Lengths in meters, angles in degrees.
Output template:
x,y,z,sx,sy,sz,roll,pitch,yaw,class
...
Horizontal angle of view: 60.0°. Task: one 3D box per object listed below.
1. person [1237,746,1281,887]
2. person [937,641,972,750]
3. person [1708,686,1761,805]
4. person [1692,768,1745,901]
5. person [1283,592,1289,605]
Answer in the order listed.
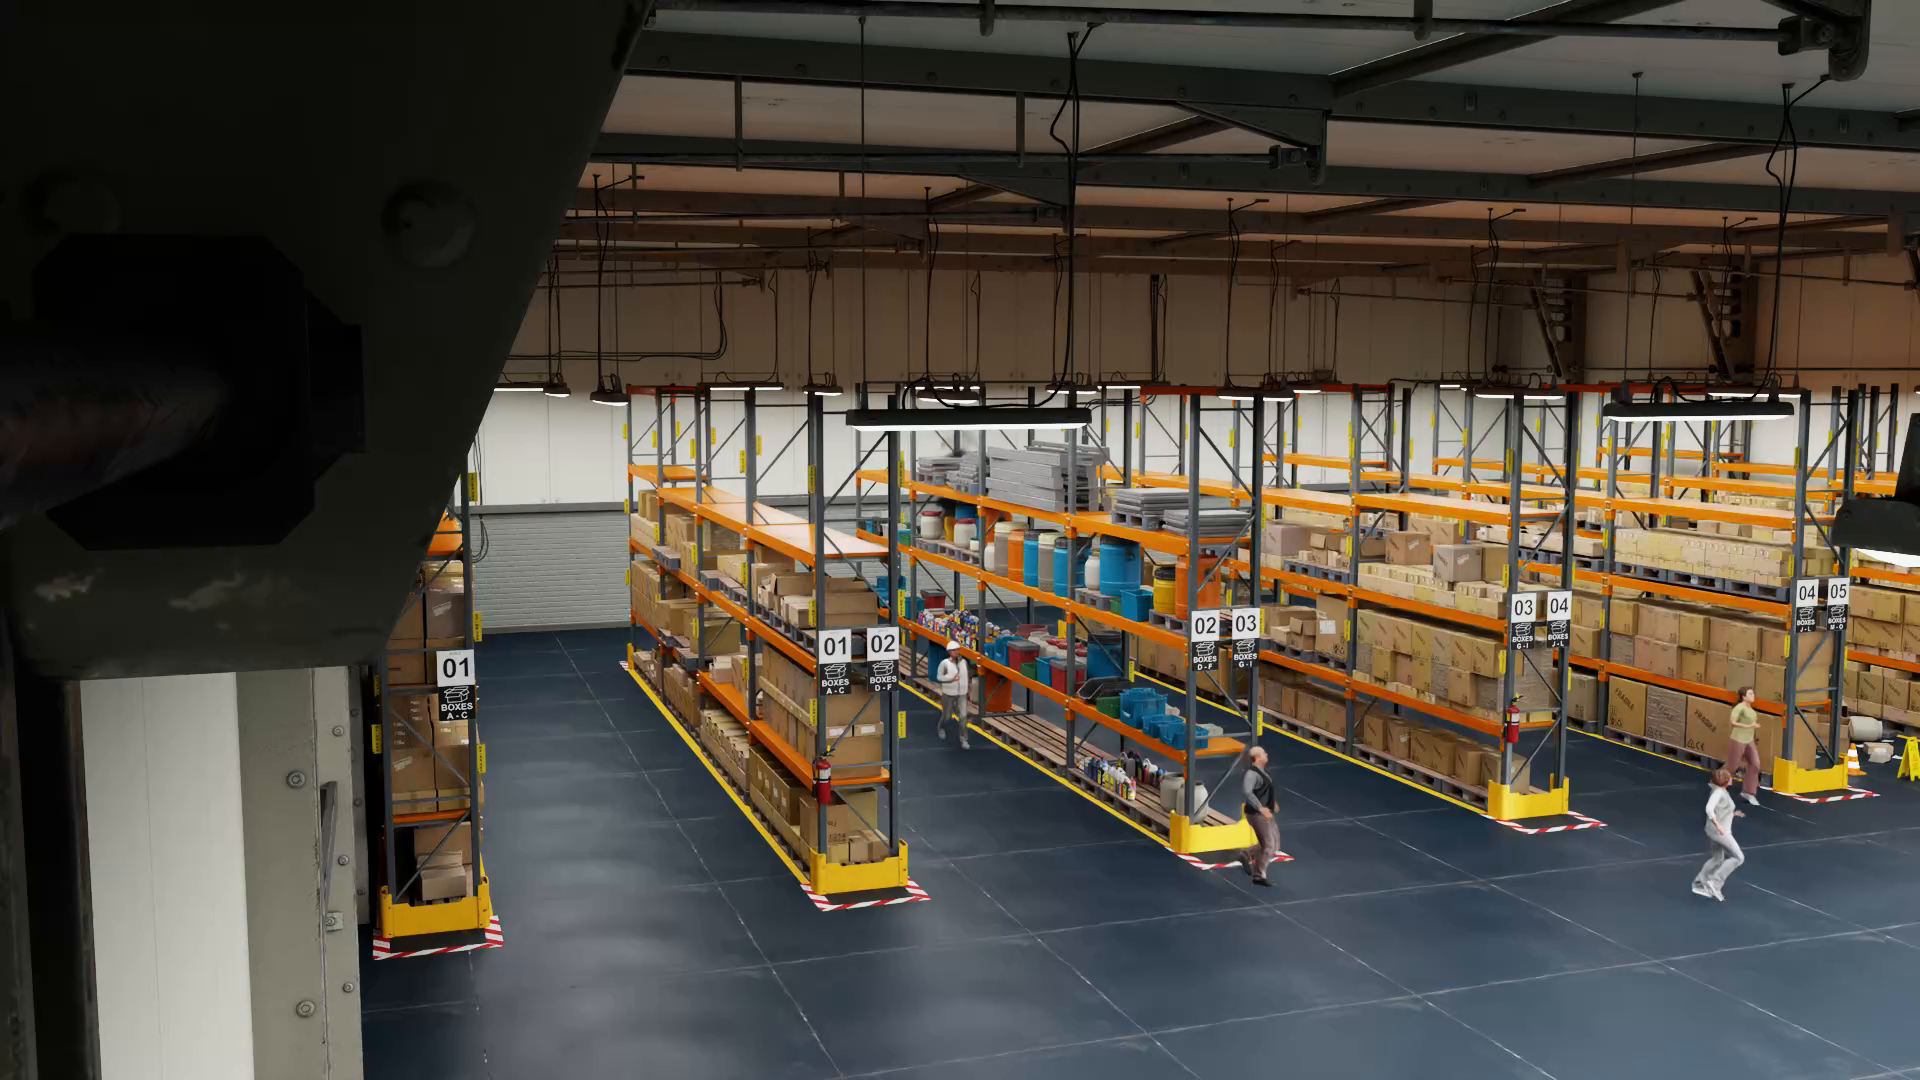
x,y,z,sx,sy,sz,roll,pitch,yaw,class
3.691,3.393,20.527,0.527,1.696,0.717,2,6,23,person
-0.089,2.561,27.794,0.658,1.756,0.971,-2,6,-21,person
11.427,2.992,24.406,0.591,1.731,0.749,-5,7,-38,person
9.040,3.494,19.801,0.557,1.577,0.593,2,6,17,person
8.131,1.220,41.481,0.735,1.718,0.588,-3,7,-27,person
